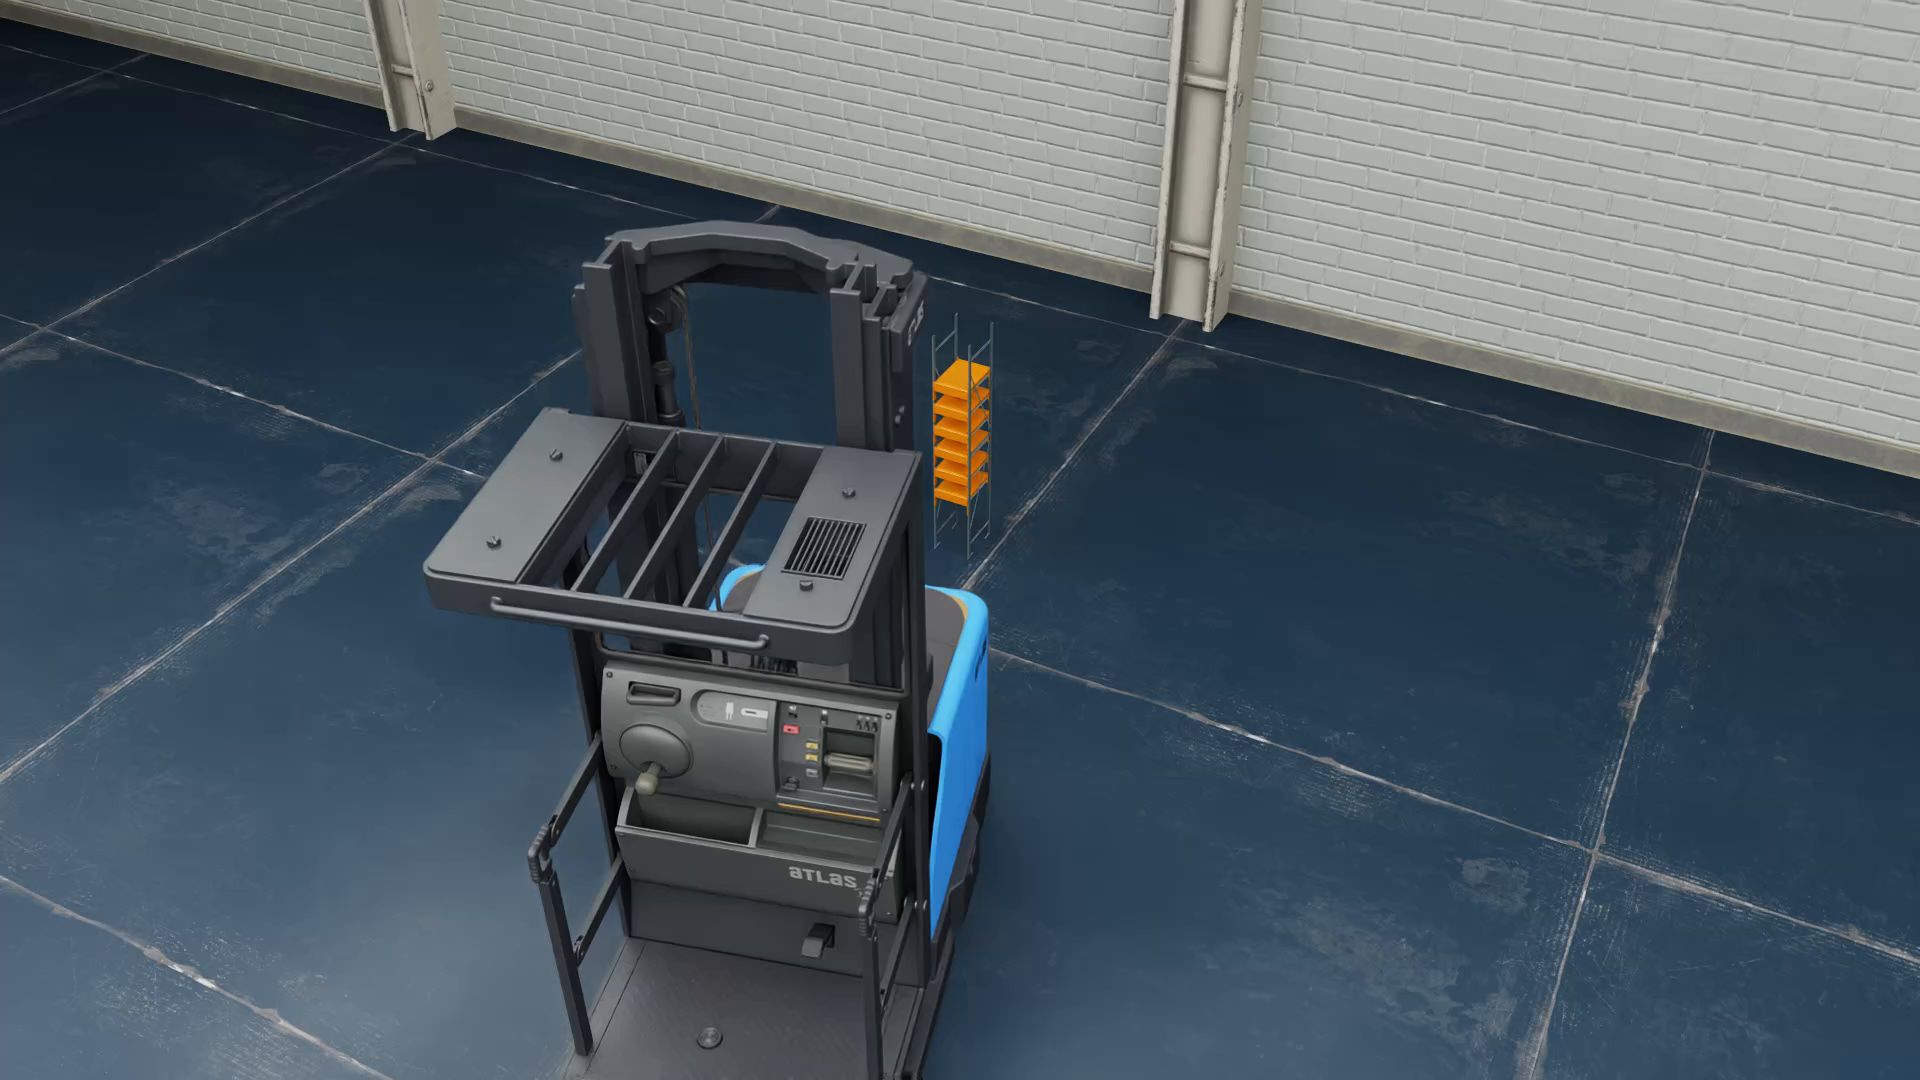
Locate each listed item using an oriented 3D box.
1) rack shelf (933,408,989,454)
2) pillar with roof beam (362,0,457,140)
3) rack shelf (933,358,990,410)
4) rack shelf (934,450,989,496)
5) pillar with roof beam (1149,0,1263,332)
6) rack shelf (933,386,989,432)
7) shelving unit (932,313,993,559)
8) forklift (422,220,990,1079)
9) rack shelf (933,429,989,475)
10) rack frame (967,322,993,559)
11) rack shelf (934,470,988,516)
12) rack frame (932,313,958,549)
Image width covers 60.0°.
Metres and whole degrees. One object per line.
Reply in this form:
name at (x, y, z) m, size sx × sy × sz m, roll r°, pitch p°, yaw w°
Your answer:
rack shelf at (0.013, -0.534, 7.836) m, size 0.180 × 0.103 × 0.258 m, roll 17°, pitch 41°, yaw 21°
pillar with roof beam at (-5.922, -4.312, 6.487) m, size 0.400 × 9.000 × 9.100 m, roll 17°, pitch 41°, yaw 21°
rack shelf at (0.013, -0.725, 7.691) m, size 0.180 × 0.103 × 0.258 m, roll 17°, pitch 41°, yaw 21°
rack shelf at (0.013, -0.343, 7.981) m, size 0.180 × 0.103 × 0.258 m, roll 17°, pitch 41°, yaw 21°
pillar with roof beam at (-0.594, -2.643, 4.290) m, size 0.400 × 9.000 × 9.100 m, roll 17°, pitch 41°, yaw 21°
rack shelf at (0.013, -0.630, 7.764) m, size 0.180 × 0.103 × 0.258 m, roll 17°, pitch 41°, yaw 21°
shelving unit at (0.013, -0.474, 7.882) m, size 0.189 × 1.200 × 0.258 m, roll 17°, pitch 41°, yaw 21°
forklift at (-0.692, 0.694, 4.912) m, size 1.130 × 2.935 × 3.031 m, roll 7°, pitch 38°, yaw 10°
rack shelf at (0.013, -0.438, 7.909) m, size 0.180 × 0.103 × 0.258 m, roll 17°, pitch 41°, yaw 21°
rack frame at (0.094, -0.448, 7.848) m, size 0.006 × 1.200 × 0.240 m, roll 17°, pitch 41°, yaw 21°
rack shelf at (0.013, -0.247, 8.054) m, size 0.180 × 0.103 × 0.258 m, roll 17°, pitch 41°, yaw 21°
rack frame at (-0.068, -0.499, 7.915) m, size 0.006 × 1.200 × 0.240 m, roll 17°, pitch 41°, yaw 21°
